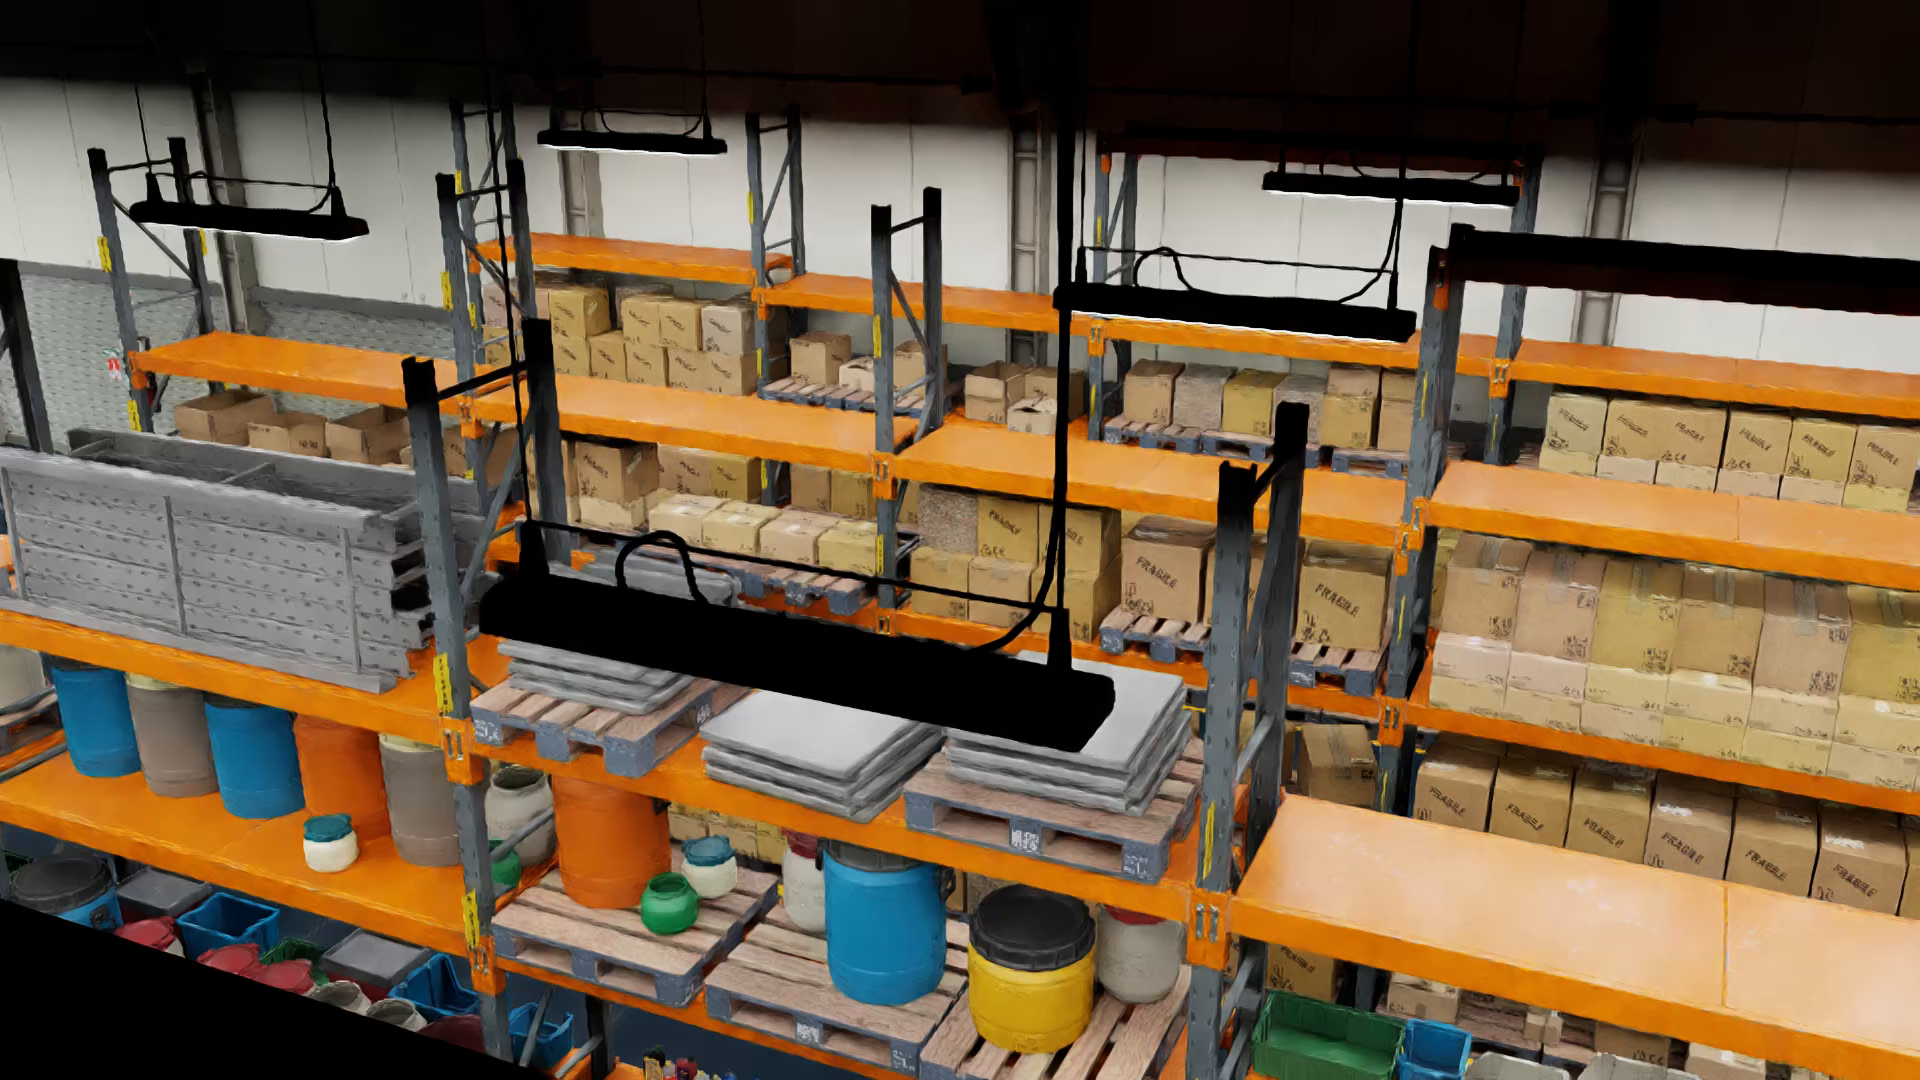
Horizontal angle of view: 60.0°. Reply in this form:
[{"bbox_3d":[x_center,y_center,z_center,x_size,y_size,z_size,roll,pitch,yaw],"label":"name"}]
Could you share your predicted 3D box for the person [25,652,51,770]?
[{"bbox_3d":[-9.380,1.432,16.503,0.925,1.683,0.558,16,26,37],"label":"person"}]
